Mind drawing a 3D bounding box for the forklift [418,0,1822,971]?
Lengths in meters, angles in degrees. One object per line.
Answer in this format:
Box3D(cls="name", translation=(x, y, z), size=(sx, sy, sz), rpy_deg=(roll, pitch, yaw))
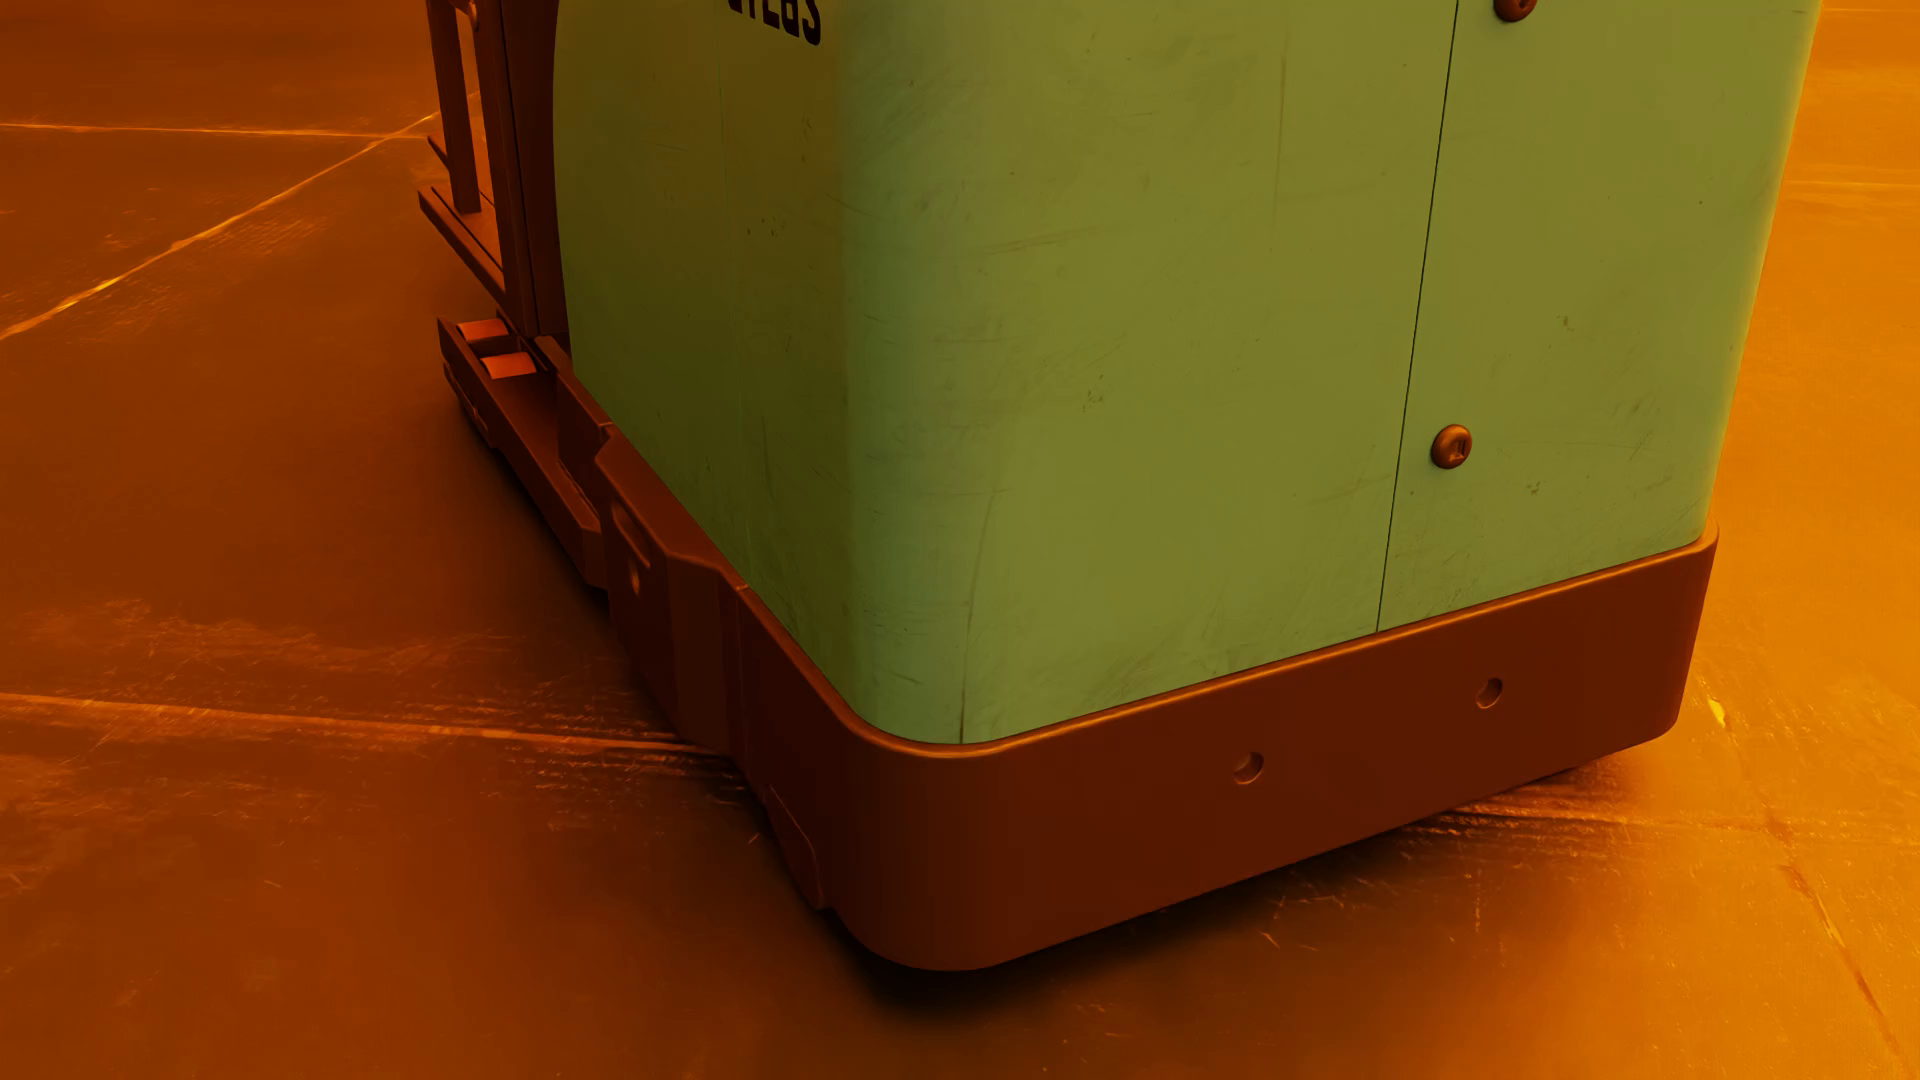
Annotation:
Box3D(cls="forklift", translation=(-0.270, -1.540, 2.304), size=(1.130, 2.935, 3.031), rpy_deg=(-13, 29, -24))
